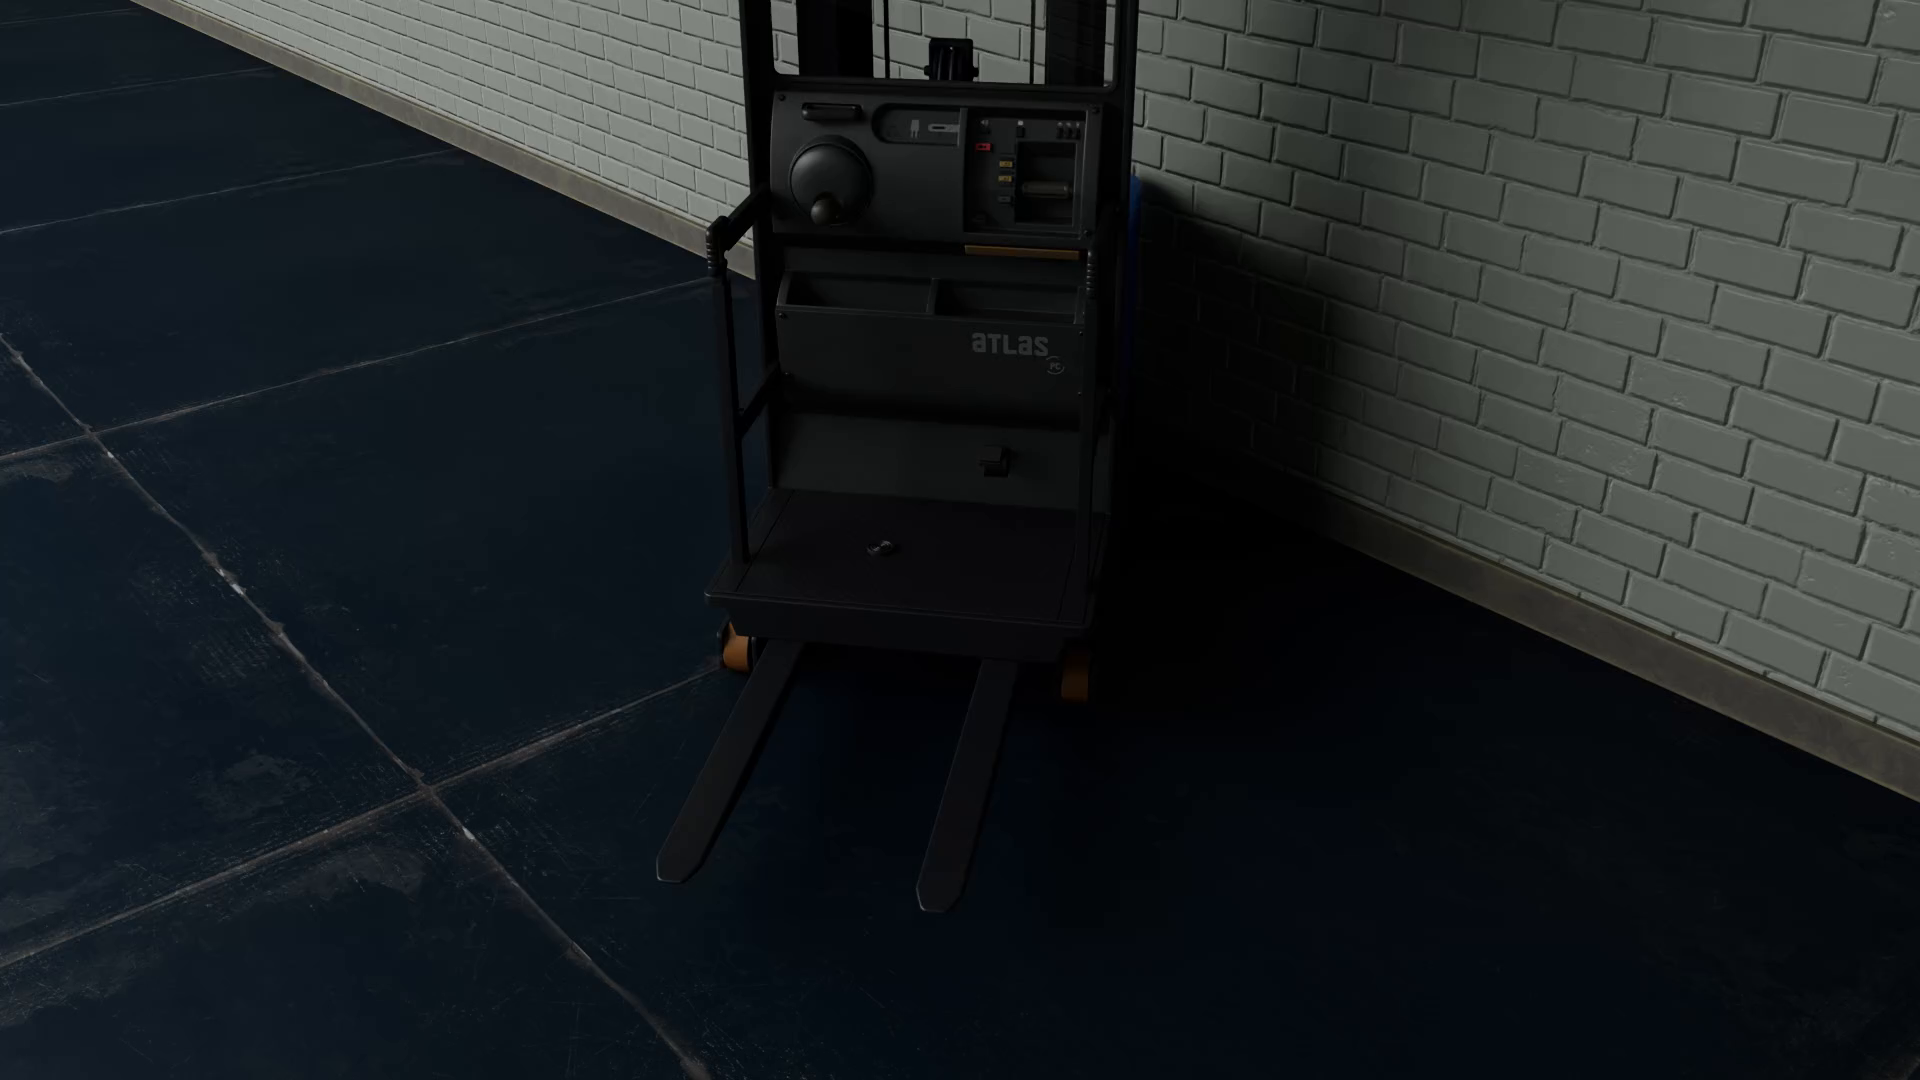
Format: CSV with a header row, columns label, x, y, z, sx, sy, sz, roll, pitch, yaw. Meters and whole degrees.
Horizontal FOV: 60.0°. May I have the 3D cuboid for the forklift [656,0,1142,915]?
label,x,y,z,sx,sy,sz,roll,pitch,yaw
forklift,-0.104,-1.004,4.445,1.130,2.935,3.031,5,28,8
